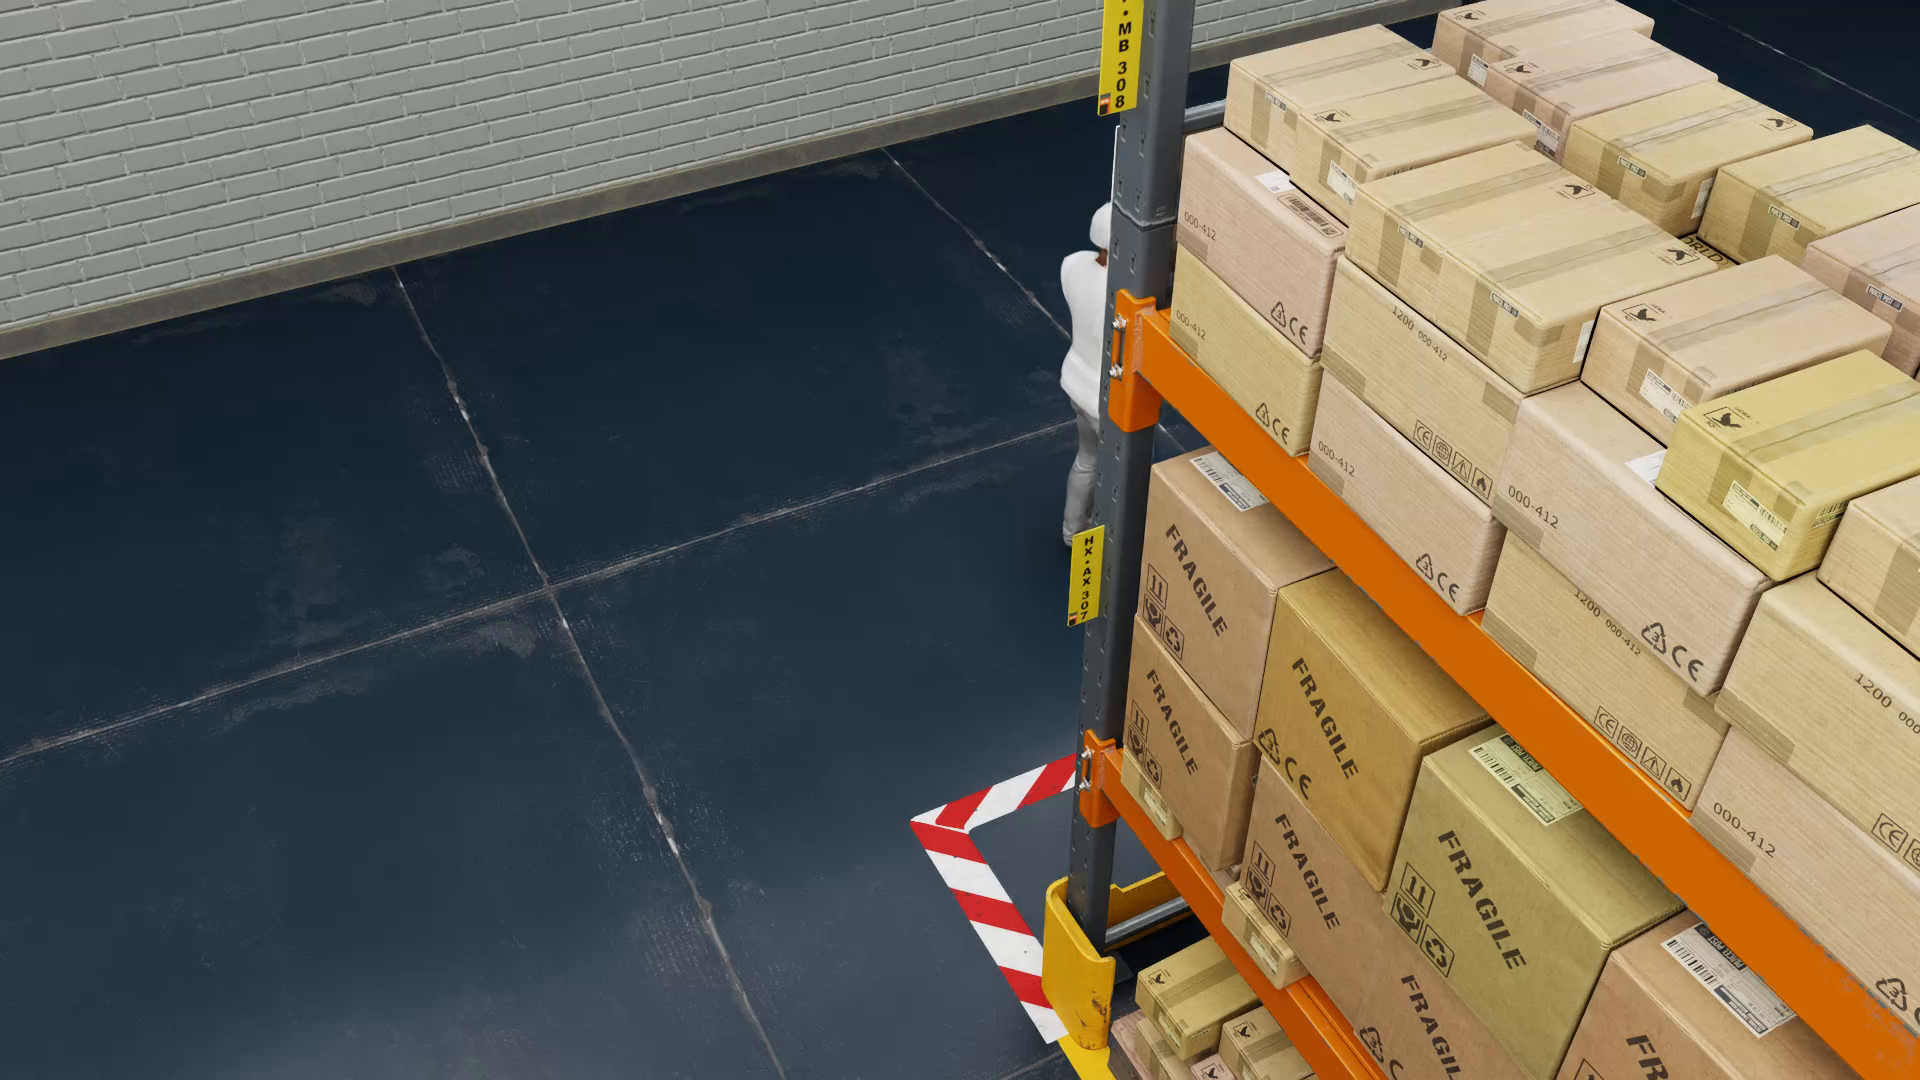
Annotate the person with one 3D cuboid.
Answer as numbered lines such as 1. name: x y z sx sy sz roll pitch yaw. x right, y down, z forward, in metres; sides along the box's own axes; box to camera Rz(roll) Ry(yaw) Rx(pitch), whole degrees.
1. person: 0.704 -0.641 6.878 0.560 1.763 0.505 -19 45 -21
